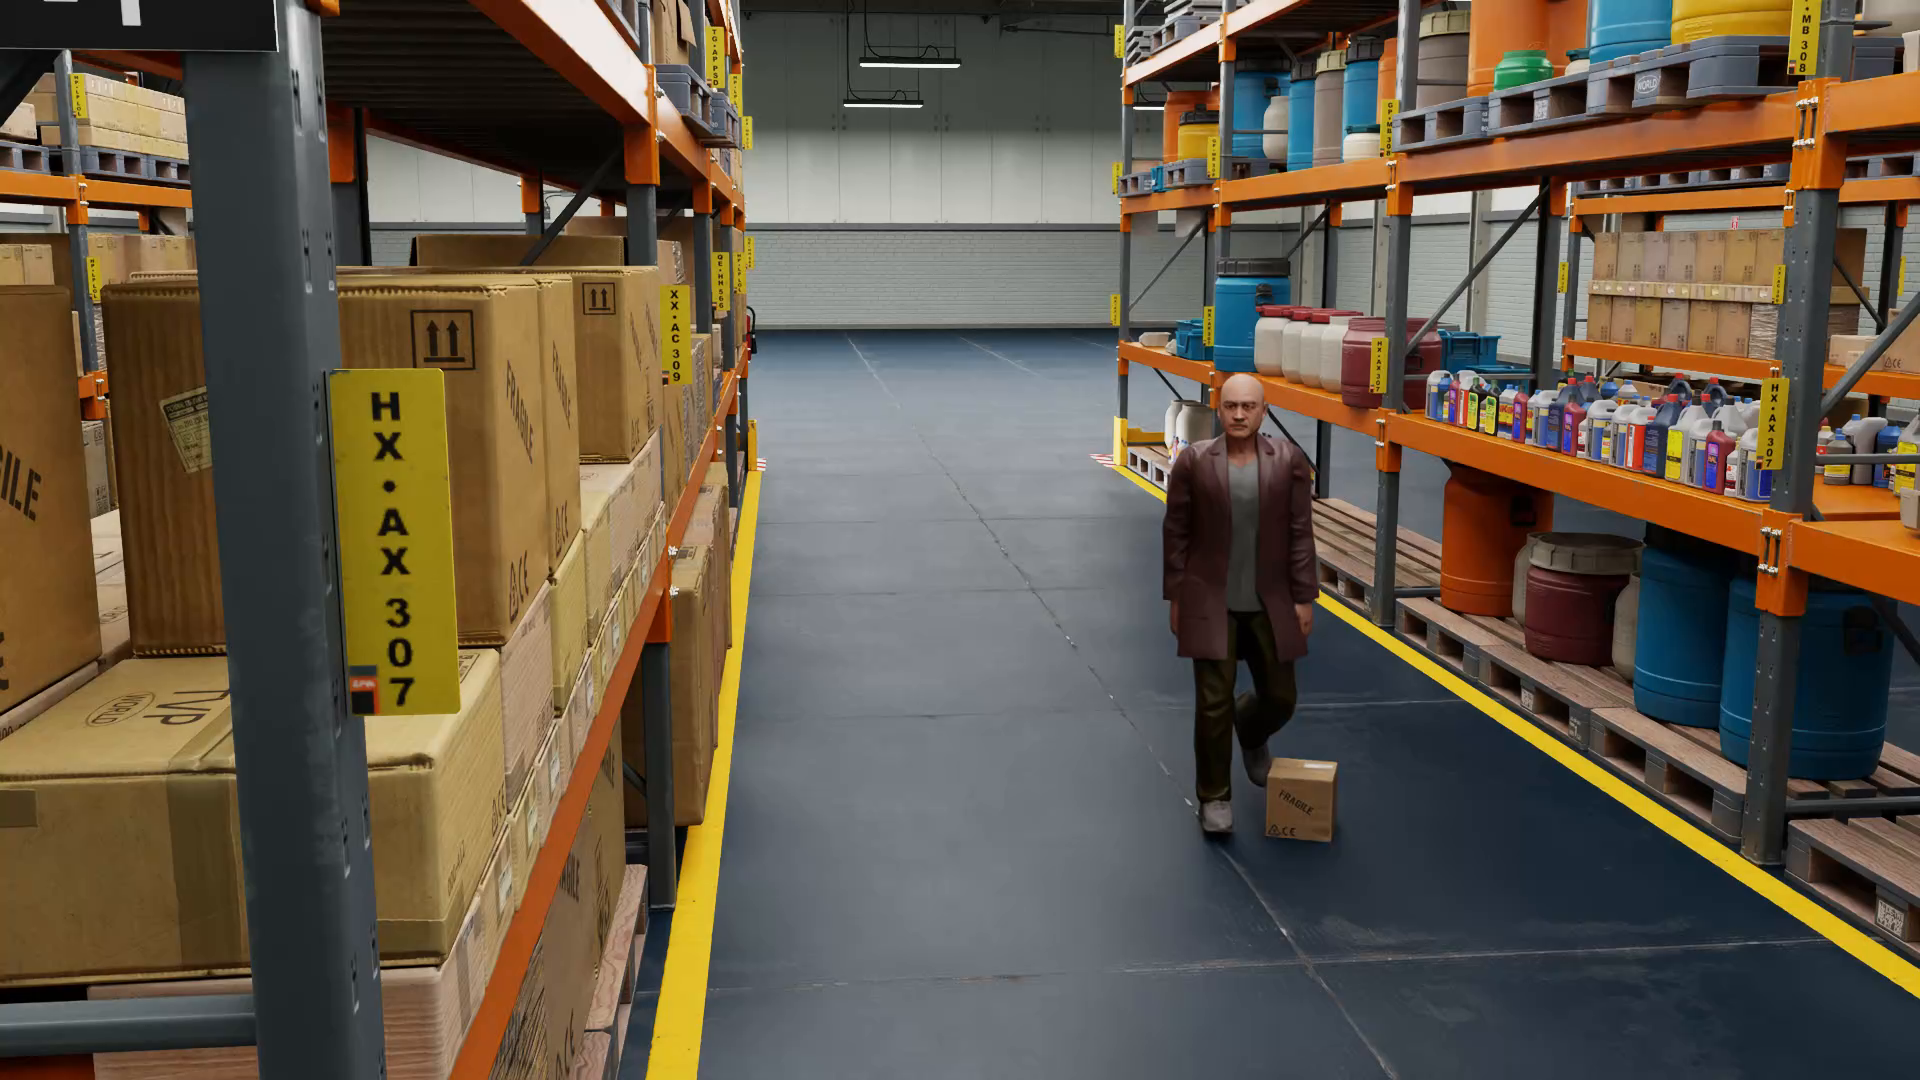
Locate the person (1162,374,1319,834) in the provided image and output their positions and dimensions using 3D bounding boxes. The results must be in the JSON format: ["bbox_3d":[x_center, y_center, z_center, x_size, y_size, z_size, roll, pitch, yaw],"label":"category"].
[{"bbox_3d":[1.090,0.222,6.529,0.610,1.762,0.689,1,10,3],"label":"person"}]
